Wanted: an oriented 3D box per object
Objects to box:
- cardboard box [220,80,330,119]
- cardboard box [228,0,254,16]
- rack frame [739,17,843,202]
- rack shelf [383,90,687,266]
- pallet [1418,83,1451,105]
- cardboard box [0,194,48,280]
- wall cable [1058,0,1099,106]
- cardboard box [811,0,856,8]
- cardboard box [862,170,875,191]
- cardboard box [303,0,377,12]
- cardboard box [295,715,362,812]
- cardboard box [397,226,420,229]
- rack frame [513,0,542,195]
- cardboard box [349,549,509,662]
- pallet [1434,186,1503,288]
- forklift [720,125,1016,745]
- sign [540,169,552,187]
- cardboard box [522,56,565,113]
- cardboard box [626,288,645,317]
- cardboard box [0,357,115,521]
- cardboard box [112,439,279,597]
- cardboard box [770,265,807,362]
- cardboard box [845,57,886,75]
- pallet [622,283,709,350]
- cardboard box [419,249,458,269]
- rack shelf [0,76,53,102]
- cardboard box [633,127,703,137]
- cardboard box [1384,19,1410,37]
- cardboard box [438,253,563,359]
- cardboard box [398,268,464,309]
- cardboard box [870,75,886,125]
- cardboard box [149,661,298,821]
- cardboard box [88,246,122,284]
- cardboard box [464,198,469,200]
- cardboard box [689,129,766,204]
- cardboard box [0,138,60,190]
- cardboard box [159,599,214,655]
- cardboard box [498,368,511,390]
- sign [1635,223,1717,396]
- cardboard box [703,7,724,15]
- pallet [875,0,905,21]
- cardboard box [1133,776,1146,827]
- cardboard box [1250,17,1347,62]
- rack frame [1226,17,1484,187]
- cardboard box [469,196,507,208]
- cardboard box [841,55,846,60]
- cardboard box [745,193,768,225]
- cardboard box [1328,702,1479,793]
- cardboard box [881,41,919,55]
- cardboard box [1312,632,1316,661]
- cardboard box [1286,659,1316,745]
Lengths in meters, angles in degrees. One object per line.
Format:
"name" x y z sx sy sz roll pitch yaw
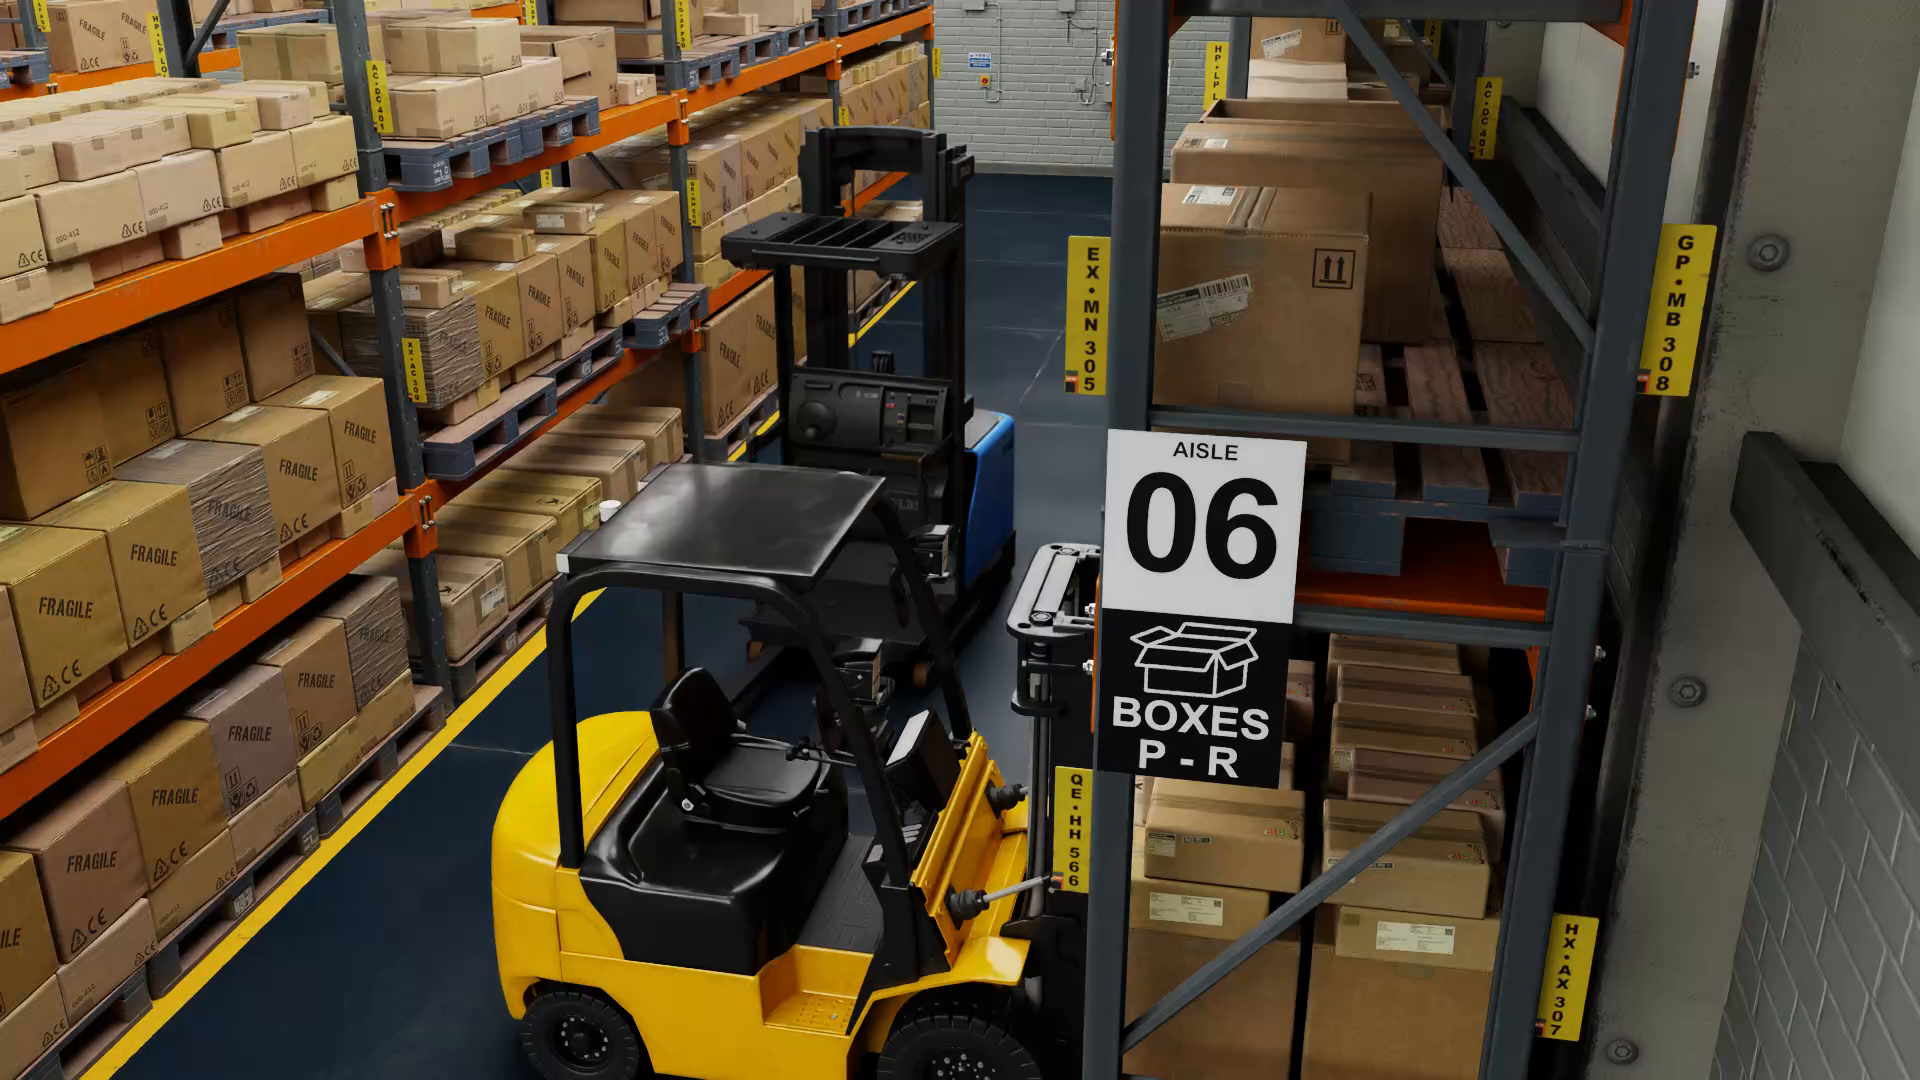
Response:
"cardboard box" -3.101 -1.991 7.537 0.380 0.149 0.250 5 22 12
"cardboard box" -6.869 -4.984 15.257 0.500 0.311 0.500 4 22 10
"rack frame" -1.618 -3.405 15.793 1.000 3.000 0.127 4 22 11
"rack shelf" -2.842 -2.268 9.918 1.077 0.370 4.000 4 22 11
"pallet" 2.375 -2.614 10.066 1.213 0.211 1.003 6 23 13
"cardboard box" -3.510 -1.014 5.644 0.500 0.250 0.500 5 22 12
"wall cable" 1.717 -7.299 24.102 0.588 1.984 0.122 4 22 11
"cardboard box" -1.292 -5.283 15.611 0.500 0.500 0.500 5 22 12
"cardboard box" -1.159 -3.787 16.607 0.500 0.500 0.500 5 22 11
"cardboard box" -6.131 -5.216 16.476 0.500 0.250 0.500 6 23 14
"cardboard box" -3.207 1.034 7.890 0.500 0.250 0.500 4 22 9
"cardboard box" -6.063 -3.294 17.974 0.380 0.149 0.250 4 22 10
"rack frame" -5.668 -5.208 20.270 1.000 3.000 0.127 4 22 11
"cardboard box" -3.146 0.353 9.418 0.950 0.372 0.625 5 22 12
"pallet" 1.461 -1.139 6.269 1.003 0.211 1.213 4 22 11
"forklift" -0.586 -0.693 9.151 1.130 2.935 3.031 7 23 17
"sign" -2.978 -2.520 12.046 0.100 0.325 0.005 4 22 11
"cardboard box" -2.555 -2.550 9.294 0.500 0.250 0.500 4 22 10
"cardboard box" -2.321 -1.592 11.065 0.380 0.149 0.250 3 22 8
"cardboard box" -3.824 -0.419 6.508 0.700 0.500 0.500 4 22 11
"cardboard box" -3.297 -0.103 7.063 0.500 0.500 0.500 5 22 12
"cardboard box" -1.843 -2.050 14.712 0.875 0.875 0.875 5 22 12
"cardboard box" -0.970 -4.867 17.083 0.380 0.149 0.250 5 22 11
"pallet" -2.475 -1.584 11.529 1.213 0.211 1.003 4 22 11
"cardboard box" -3.170 -1.415 9.757 0.500 0.500 0.500 5 23 13
"rack shelf" -7.709 -2.609 10.764 1.077 0.370 4.000 4 22 11
"cardboard box" -2.380 -3.031 13.391 0.500 0.500 0.500 4 22 11
"cardboard box" 2.772 -3.323 10.844 0.380 0.149 0.250 4 22 9
"cardboard box" -2.658 -1.371 9.648 0.500 0.500 0.500 4 22 11
"cardboard box" -2.808 -1.304 8.615 0.380 0.149 0.250 4 22 11
"cardboard box" -1.059 -4.442 16.895 0.500 0.500 0.500 5 22 12
"cardboard box" -3.313 0.863 7.310 0.500 0.500 0.500 6 23 14
"cardboard box" -3.425 -1.057 6.285 0.380 0.149 0.250 4 22 10
"cardboard box" -6.046 -4.081 19.929 0.380 0.149 0.250 5 22 12
"cardboard box" -1.882 -2.984 13.276 0.500 0.500 0.500 5 22 12
"cardboard box" -3.453 -1.330 5.894 0.380 0.149 0.250 5 22 12
"cardboard box" -3.320 0.338 6.835 0.380 0.149 0.250 5 22 11
"cardboard box" -2.786 -0.936 9.436 0.380 0.149 0.250 6 23 14
"sign" 1.336 -0.428 3.111 0.100 0.325 0.005 4 22 11
"cardboard box" -2.219 -4.447 14.115 0.380 0.166 0.250 3 22 7
"pallet" -1.190 -5.499 17.095 1.003 0.211 1.213 4 22 11
"cardboard box" 0.613 0.770 4.426 0.380 0.149 0.250 5 22 12
"cardboard box" 1.832 -2.625 9.012 0.500 0.500 0.500 5 22 12
"rack frame" 1.610 -2.885 6.471 1.000 3.000 0.127 4 22 11
"cardboard box" -5.564 -3.952 19.608 0.380 0.149 0.250 4 22 10
"cardboard box" -1.424 -5.097 17.653 0.380 0.149 0.250 5 22 11
"cardboard box" -1.869 -2.641 13.428 0.500 0.250 0.500 4 22 11
"cardboard box" 1.198 0.578 4.503 0.380 0.149 0.250 5 22 12
"cardboard box" -0.679 -5.532 18.735 0.380 0.149 0.250 5 22 12
"cardboard box" 1.583 0.405 6.198 0.500 0.500 0.500 4 22 9
"cardboard box" 0.831 0.453 4.814 0.380 0.149 0.250 5 22 11
